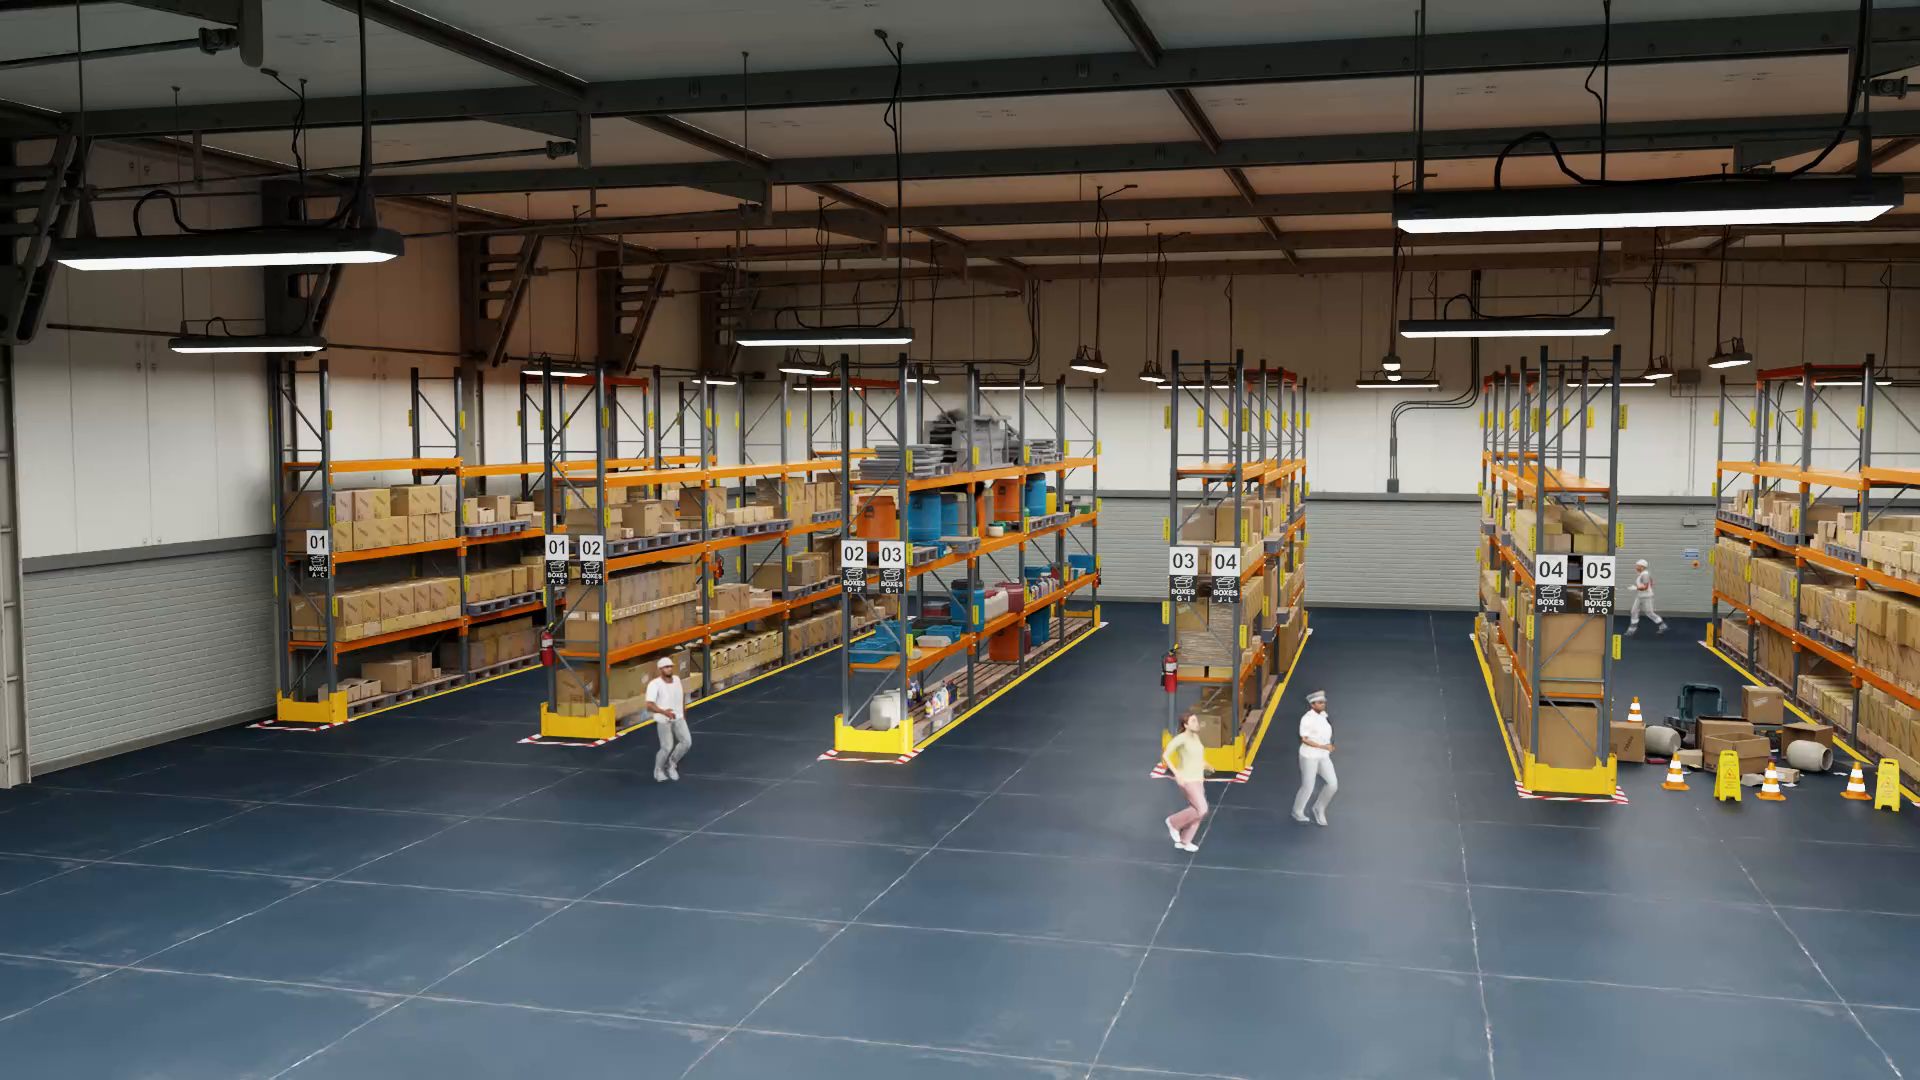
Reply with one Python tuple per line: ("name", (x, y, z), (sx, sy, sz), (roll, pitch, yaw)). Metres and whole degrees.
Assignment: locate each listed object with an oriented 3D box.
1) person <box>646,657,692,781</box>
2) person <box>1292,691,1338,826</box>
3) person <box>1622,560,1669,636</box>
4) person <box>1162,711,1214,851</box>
("person", (-4.003, 2.477, 22.965), (0.617, 1.725, 0.702), (4, 6, 44))
("person", (4.418, 2.702, 20.525), (0.594, 1.729, 0.694), (-3, 5, -34))
("person", (15.836, 1.349, 38.360), (0.987, 1.799, 0.609), (1, 4, 8))
("person", (2.682, 2.802, 19.299), (0.540, 1.627, 0.563), (4, 5, 41))
